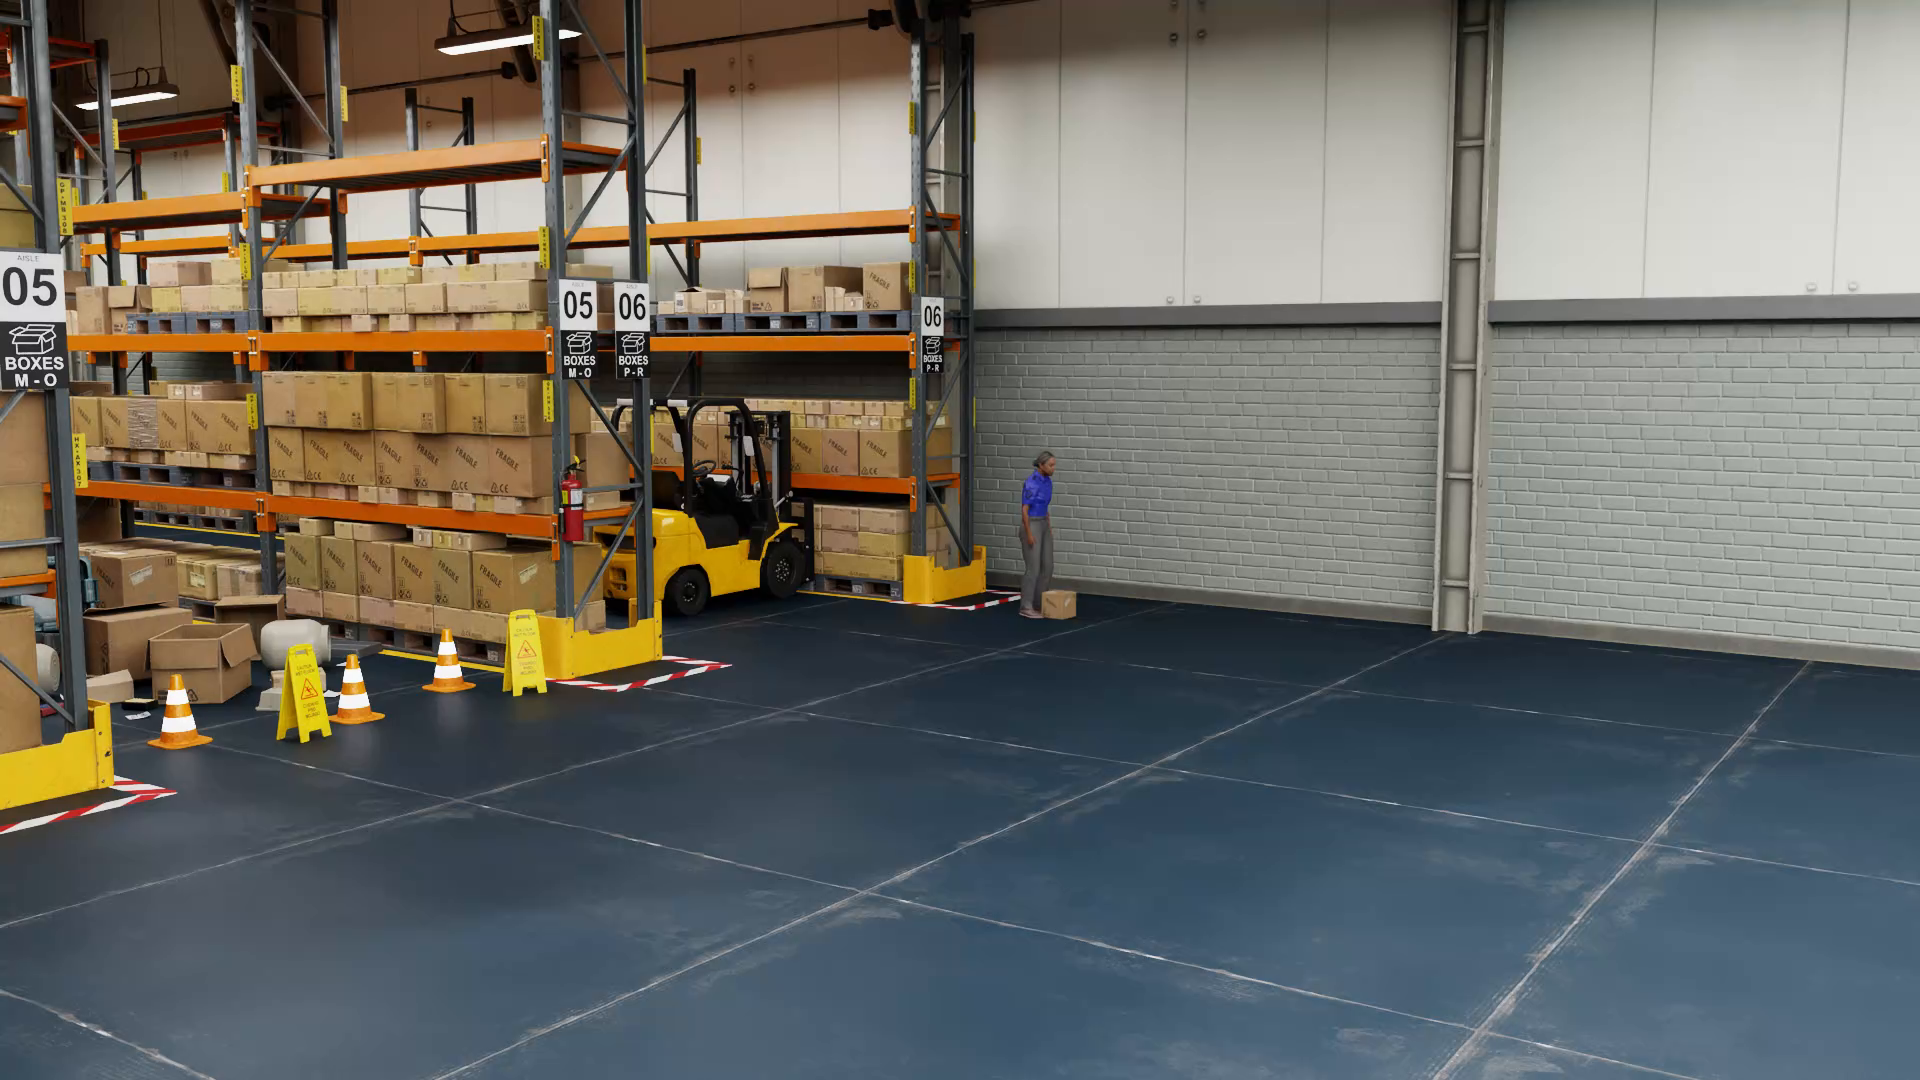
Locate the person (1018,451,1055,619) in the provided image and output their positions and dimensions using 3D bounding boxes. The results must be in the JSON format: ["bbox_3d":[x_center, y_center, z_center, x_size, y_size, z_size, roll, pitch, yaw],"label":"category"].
[{"bbox_3d":[0.781,-0.065,16.613,0.348,1.653,0.512,4,8,31],"label":"person"}]
